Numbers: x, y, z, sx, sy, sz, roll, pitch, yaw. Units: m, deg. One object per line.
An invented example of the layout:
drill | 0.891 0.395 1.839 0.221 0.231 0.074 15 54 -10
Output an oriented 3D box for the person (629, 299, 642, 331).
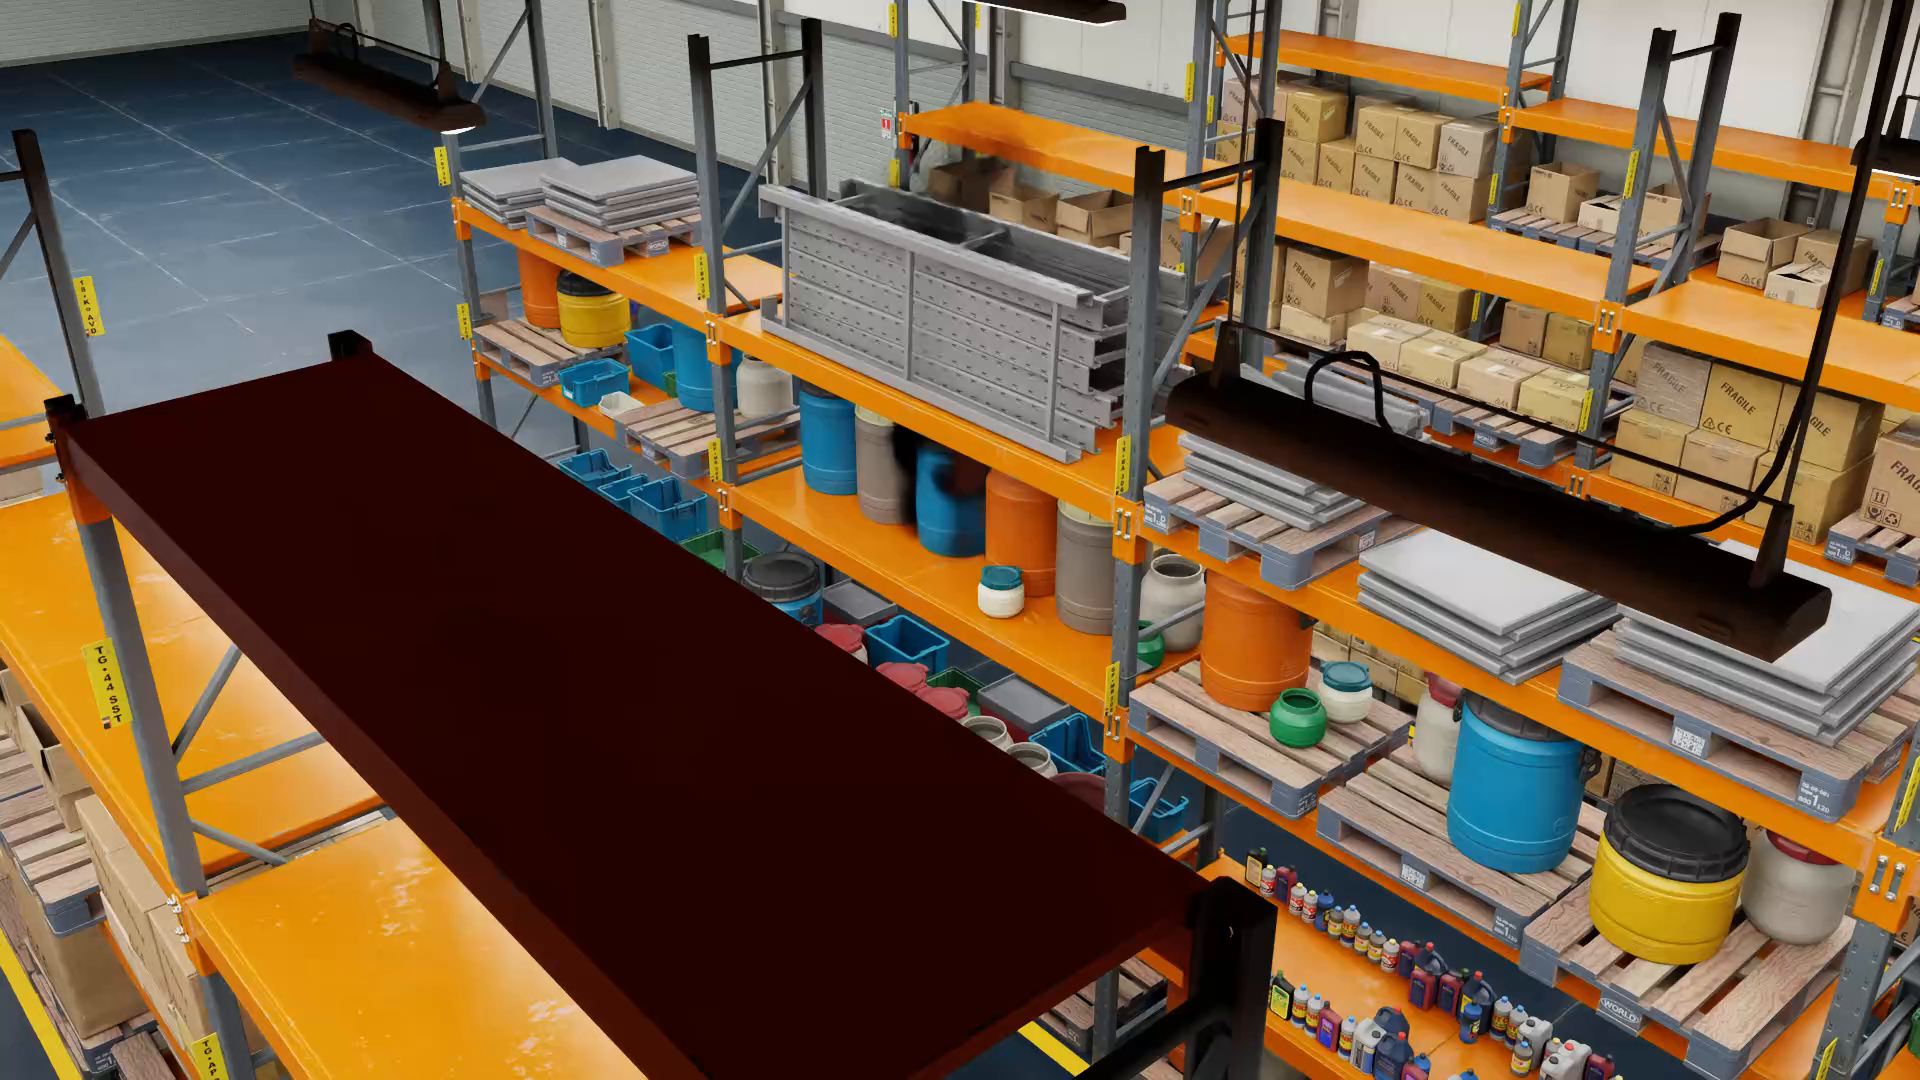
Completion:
person | -4.102 -2.612 20.925 0.868 1.660 0.579 -8 28 -15
